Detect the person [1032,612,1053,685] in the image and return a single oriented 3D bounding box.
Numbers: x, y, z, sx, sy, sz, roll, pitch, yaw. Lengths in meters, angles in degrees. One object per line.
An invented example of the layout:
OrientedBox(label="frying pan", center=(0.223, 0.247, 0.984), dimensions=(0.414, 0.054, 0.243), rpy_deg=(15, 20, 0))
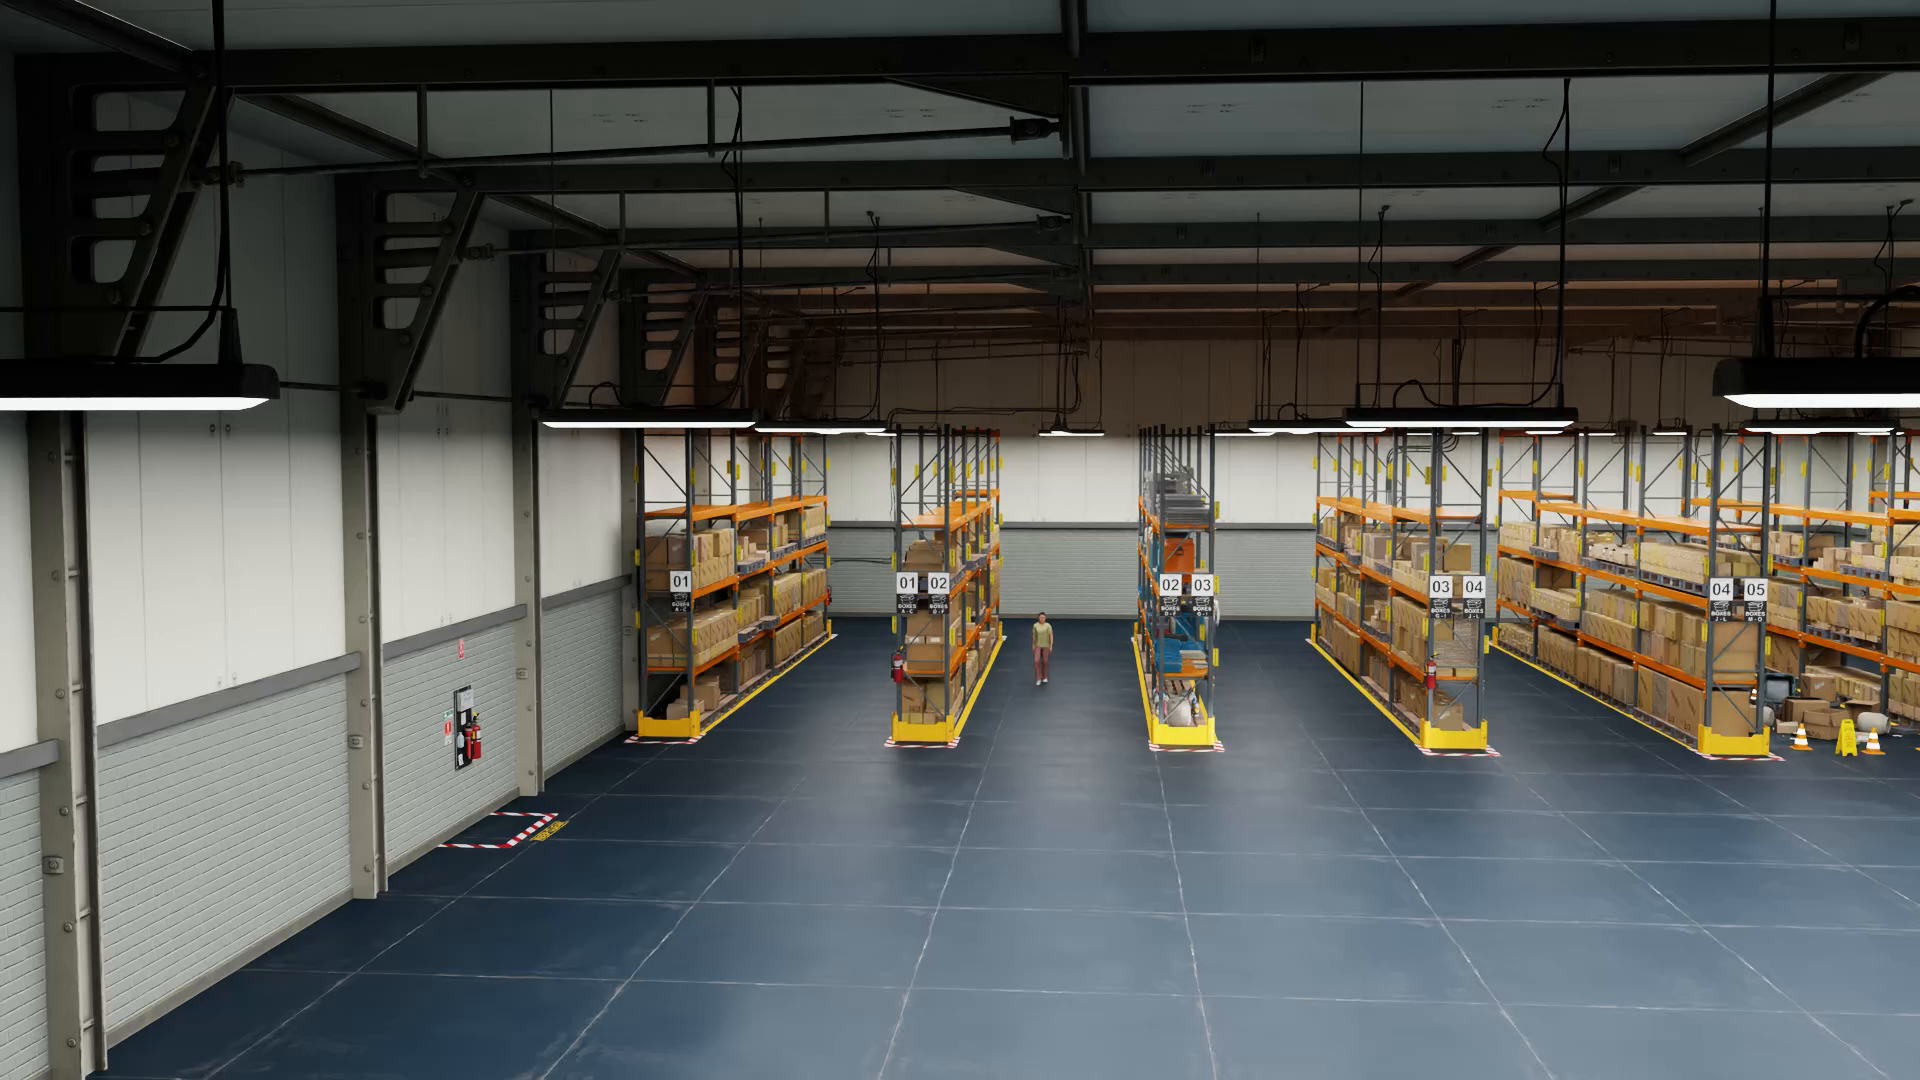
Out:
OrientedBox(label="person", center=(1.932, 2.538, 38.905), dimensions=(0.490, 1.721, 0.536), rpy_deg=(0, 3, 6))

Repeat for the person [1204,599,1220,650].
OrientedBox(label="person", center=(6.810, 2.142, 45.141), dimensions=(0.476, 1.638, 0.871), rpy_deg=(0, 3, 2))
